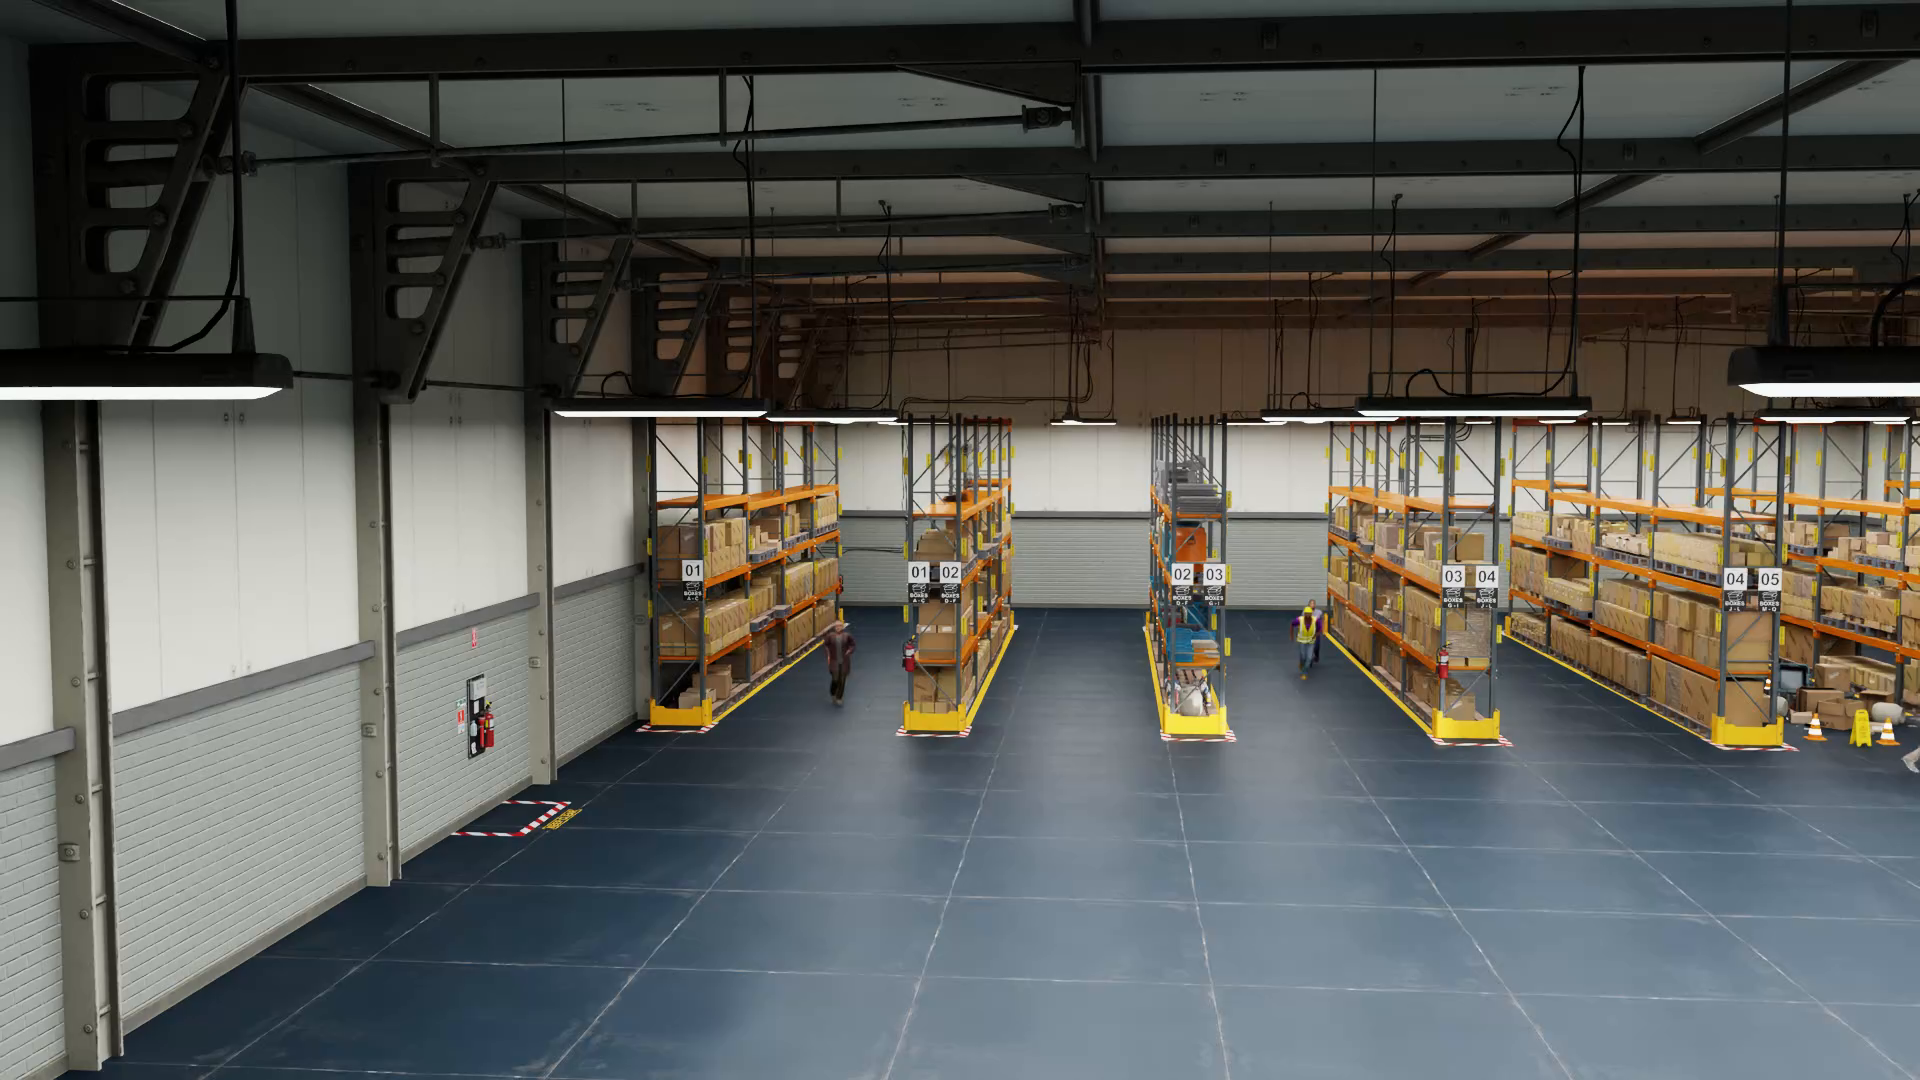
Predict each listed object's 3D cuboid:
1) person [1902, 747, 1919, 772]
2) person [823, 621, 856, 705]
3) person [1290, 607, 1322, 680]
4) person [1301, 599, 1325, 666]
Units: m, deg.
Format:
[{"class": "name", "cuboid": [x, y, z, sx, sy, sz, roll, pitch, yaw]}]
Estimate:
[{"class": "person", "cuboid": [15.971, 3.100, 27.140, 0.703, 1.693, 1.021, -4, 5, -45]}, {"class": "person", "cuboid": [-2.474, 2.539, 34.257, 0.687, 1.747, 0.665, 0, 4, -6]}, {"class": "person", "cuboid": [7.893, 2.344, 37.900, 0.690, 1.686, 0.737, 0, 4, 1]}, {"class": "person", "cuboid": [8.470, 2.240, 39.953, 0.600, 1.601, 0.538, 1, 4, 12]}]
